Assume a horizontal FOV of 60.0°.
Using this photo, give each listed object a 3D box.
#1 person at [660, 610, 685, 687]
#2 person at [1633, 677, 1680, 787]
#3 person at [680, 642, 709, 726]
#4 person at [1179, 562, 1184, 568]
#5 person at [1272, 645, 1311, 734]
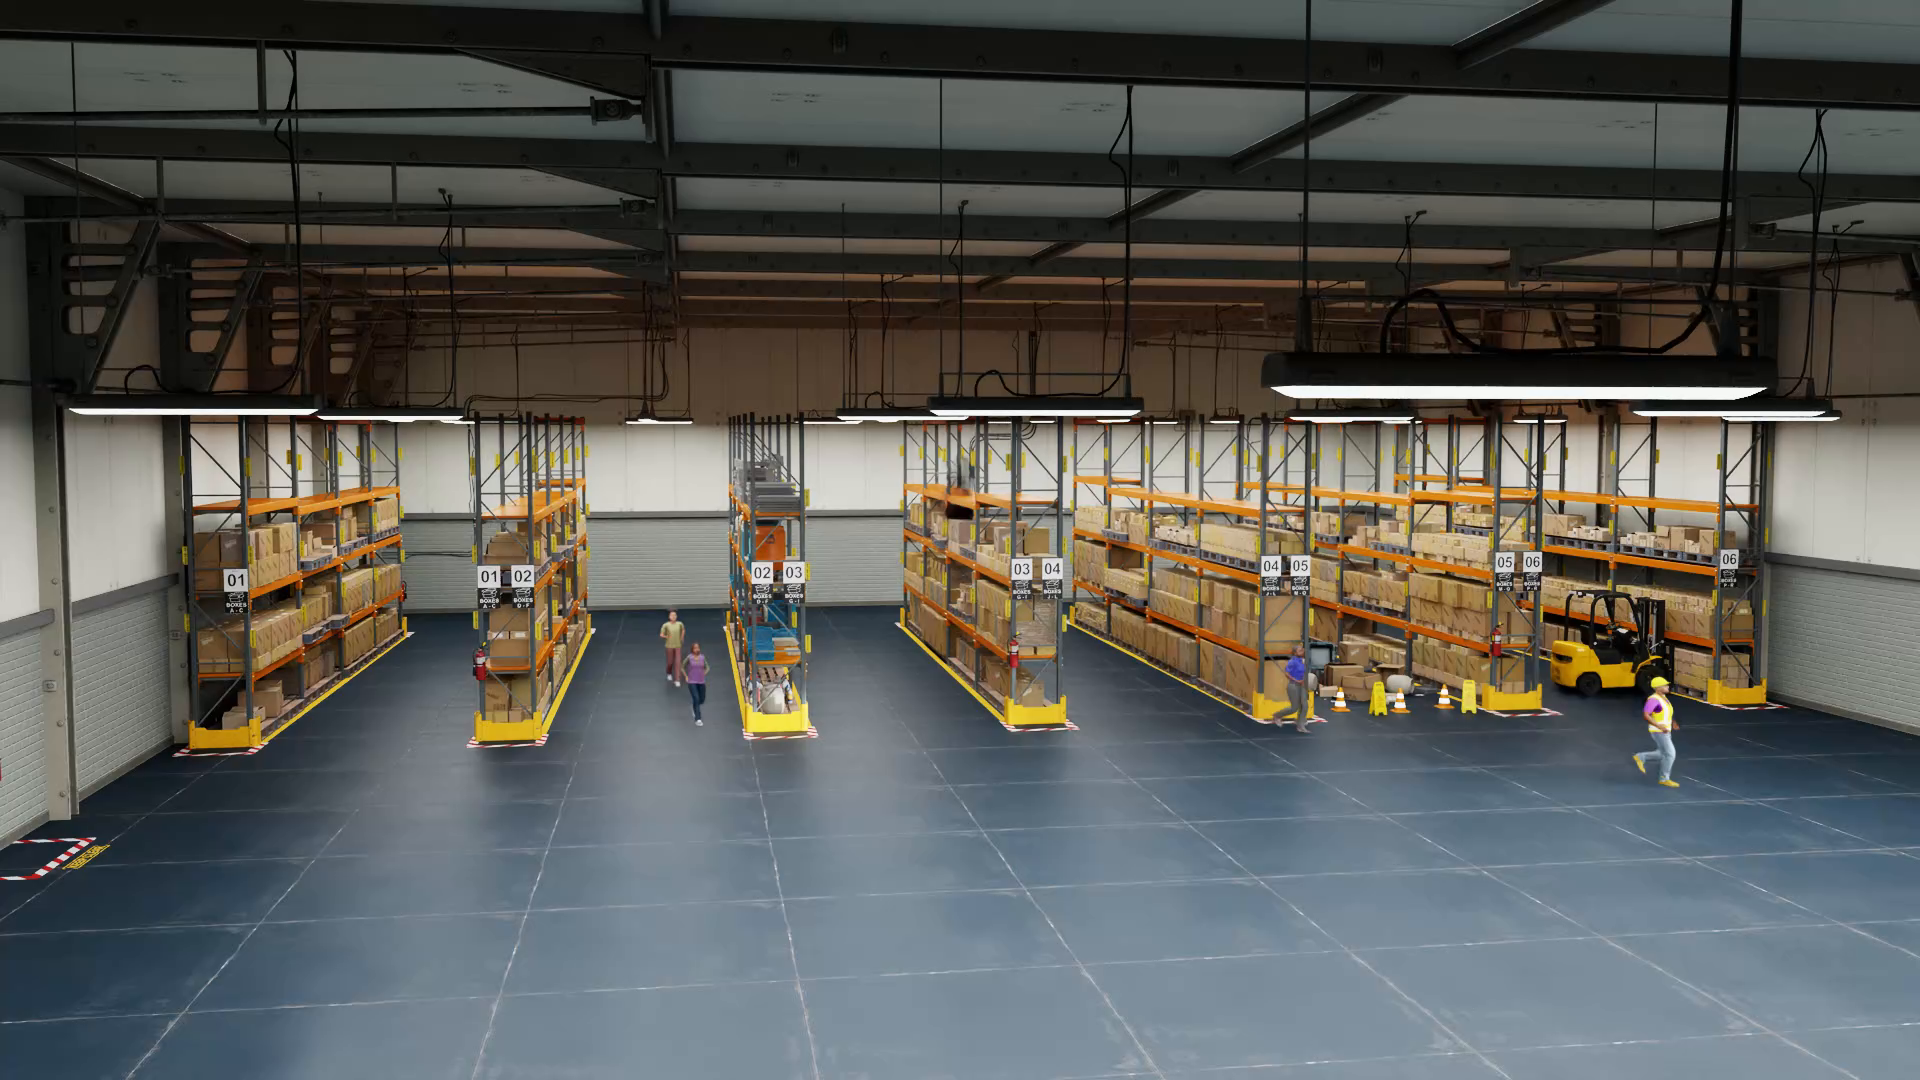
[{"bbox_3d":[-6.311,2.363,36.625,0.580,1.639,0.990,-1,4,-20],"label":"person"},{"bbox_3d":[11.154,3.056,26.627,0.722,1.737,0.701,3,5,35],"label":"person"},{"bbox_3d":[-5.099,2.755,32.056,0.548,1.566,0.792,-2,4,-26],"label":"person"},{"bbox_3d":[6.790,1.430,50.404,0.685,1.837,0.674,-1,4,-9],"label":"person"},{"bbox_3d":[6.240,2.794,31.214,0.741,1.663,0.599,2,4,28],"label":"person"}]
